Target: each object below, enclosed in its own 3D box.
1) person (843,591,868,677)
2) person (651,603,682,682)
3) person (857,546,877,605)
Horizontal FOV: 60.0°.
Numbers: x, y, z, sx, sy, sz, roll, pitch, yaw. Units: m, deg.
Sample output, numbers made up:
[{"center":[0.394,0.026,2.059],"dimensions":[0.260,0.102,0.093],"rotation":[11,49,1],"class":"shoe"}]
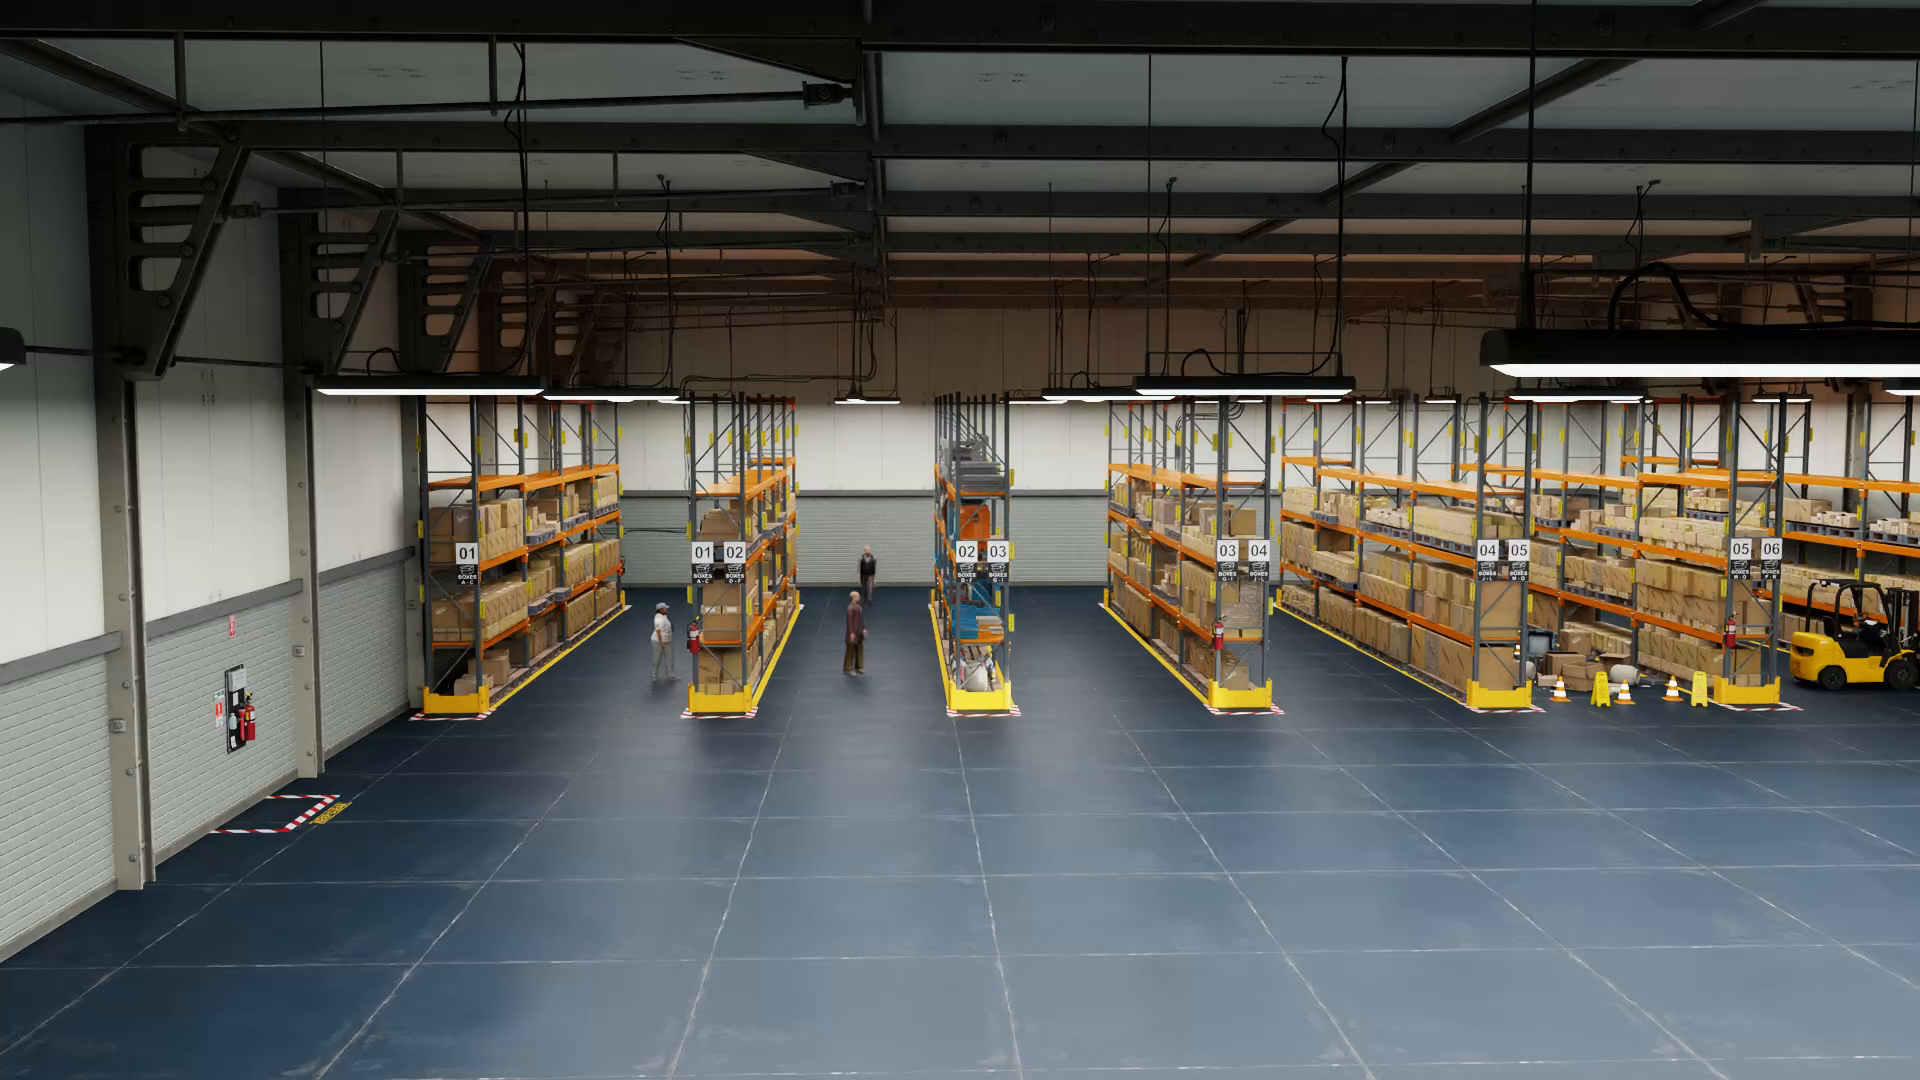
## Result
[{"center":[-2.221,1.978,35.395],"dimensions":[0.450,1.794,0.672],"rotation":[2,5,22],"class":"person"},{"center":[-6.176,2.127,34.662],"dimensions":[0.586,1.650,0.509],"rotation":[2,5,25],"class":"person"},{"center":[-2.690,1.029,48.123],"dimensions":[0.555,1.686,0.977],"rotation":[0,5,0],"class":"person"}]
